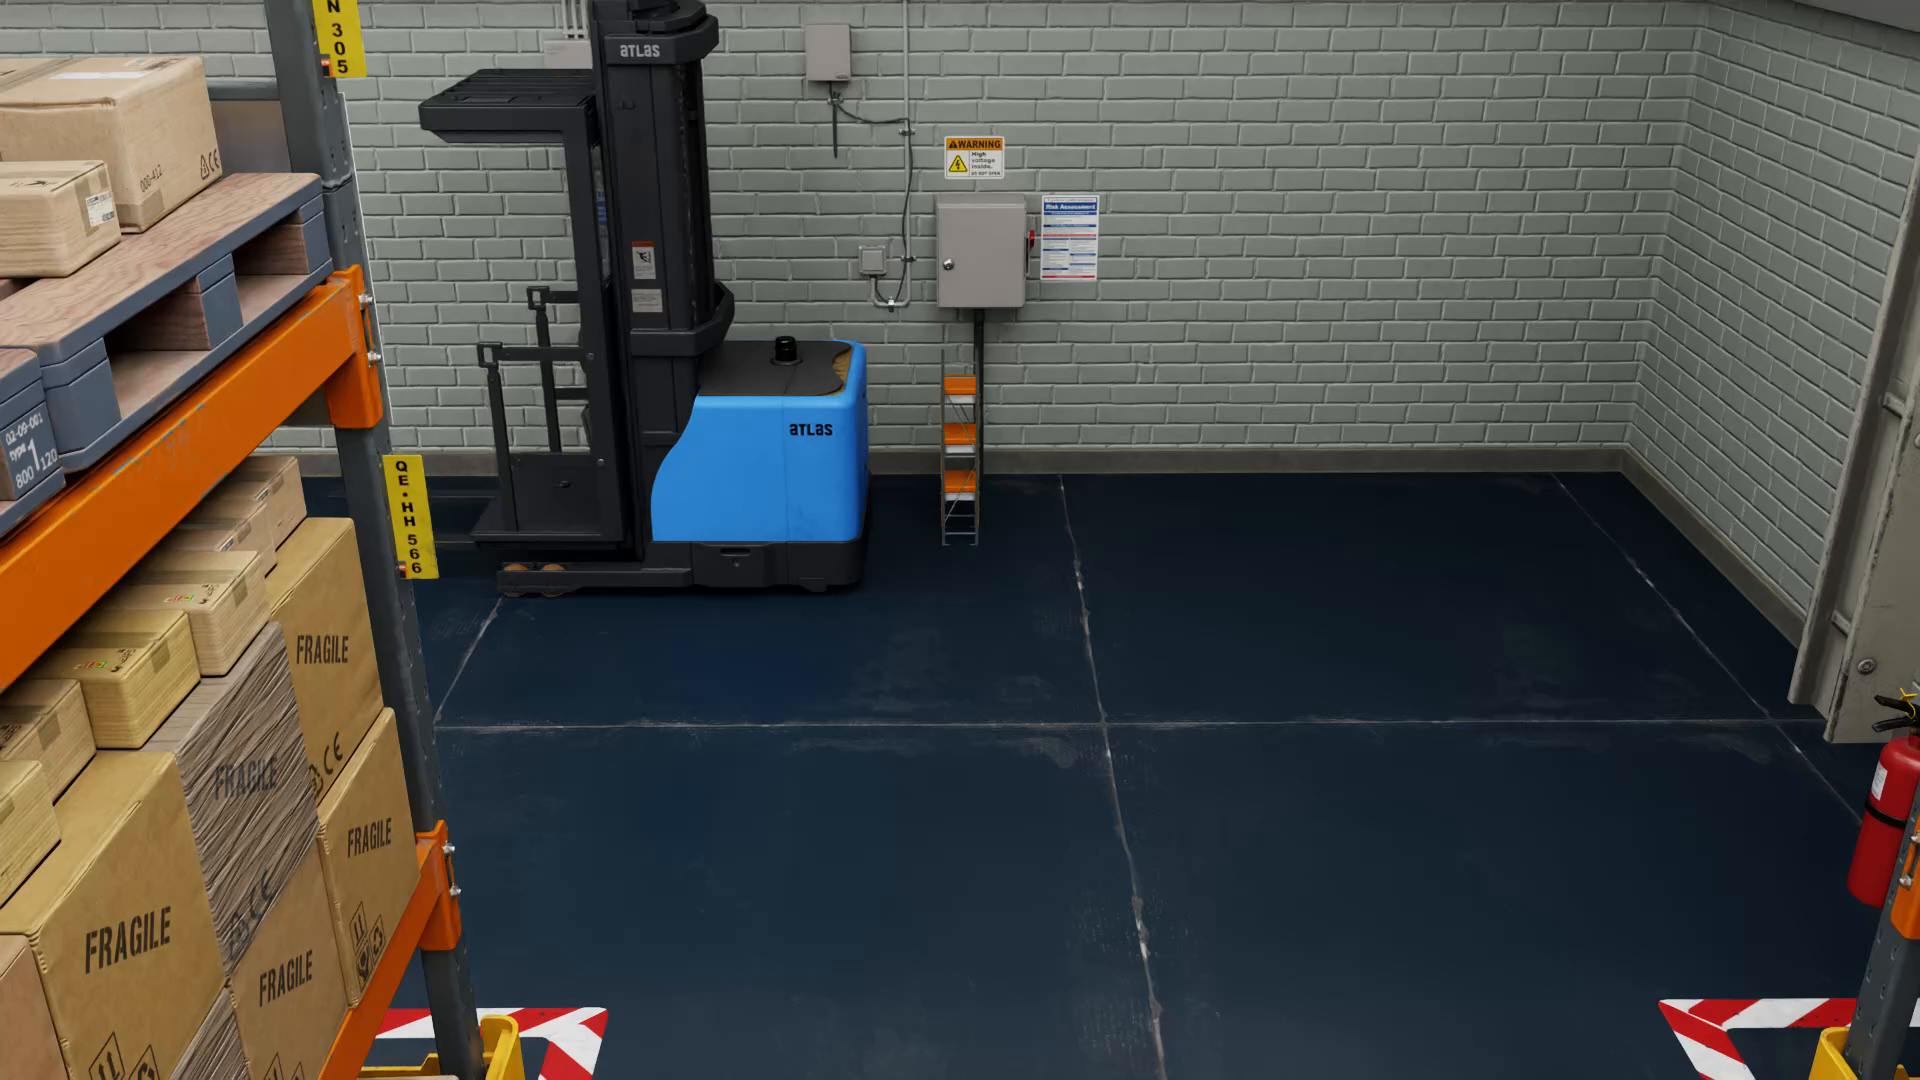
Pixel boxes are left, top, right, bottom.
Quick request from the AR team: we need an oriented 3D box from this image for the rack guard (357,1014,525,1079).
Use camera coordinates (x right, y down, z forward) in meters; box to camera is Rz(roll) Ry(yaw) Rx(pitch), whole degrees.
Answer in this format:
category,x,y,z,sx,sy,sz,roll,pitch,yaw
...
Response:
category,x,y,z,sx,sy,sz,roll,pitch,yaw
rack guard,-1.879,1.708,4.868,1.175,0.500,0.348,0,24,-1

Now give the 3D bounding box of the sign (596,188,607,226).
category,x,y,z,sx,sy,sz,roll,pitch,yaw
sign,-2.012,-1.893,9.467,0.327,0.218,0.001,0,24,-1

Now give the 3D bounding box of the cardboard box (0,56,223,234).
category,x,y,z,sx,sy,sz,roll,pitch,yaw
cardboard box,-1.784,-0.772,3.227,0.500,0.250,0.500,-2,24,-5

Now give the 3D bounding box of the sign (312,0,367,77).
category,x,y,z,sx,sy,sz,roll,pitch,yaw
sign,-1.336,-1.152,3.539,0.100,0.325,0.005,0,24,-1

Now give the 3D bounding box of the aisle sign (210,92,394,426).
category,x,y,z,sx,sy,sz,roll,pitch,yaw
aisle sign,-1.569,-0.637,3.863,0.394,0.787,0.004,0,24,-1

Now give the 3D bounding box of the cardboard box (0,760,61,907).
category,x,y,z,sx,sy,sz,roll,pitch,yaw
cardboard box,-1.606,0.455,2.483,0.380,0.149,0.250,0,24,1

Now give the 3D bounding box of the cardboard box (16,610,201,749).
category,x,y,z,sx,sy,sz,roll,pitch,yaw
cardboard box,-1.599,0.243,2.950,0.380,0.149,0.250,0,24,1

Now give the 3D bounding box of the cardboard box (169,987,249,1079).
category,x,y,z,sx,sy,sz,roll,pitch,yaw
cardboard box,-1.603,1.149,2.947,0.500,0.500,0.500,0,24,1

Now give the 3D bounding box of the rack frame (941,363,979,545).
category,x,y,z,sx,sy,sz,roll,pitch,yaw
rack frame,0.001,-0.450,8.971,0.200,1.050,0.008,0,24,-1

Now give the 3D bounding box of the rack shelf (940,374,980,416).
category,x,y,z,sx,sy,sz,roll,pitch,yaw
rack shelf,-0.001,-0.749,8.970,0.215,0.259,0.240,0,24,-1

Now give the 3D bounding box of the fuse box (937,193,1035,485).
category,x,y,z,sx,sy,sz,roll,pitch,yaw
fuse box,0.139,-1.107,9.621,0.539,1.711,0.414,0,24,-1

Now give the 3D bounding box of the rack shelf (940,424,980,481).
category,x,y,z,sx,sy,sz,roll,pitch,yaw
rack shelf,-0.001,-0.491,9.087,0.215,0.259,0.240,0,24,-1

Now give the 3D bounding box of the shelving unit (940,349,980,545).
category,x,y,z,sx,sy,sz,roll,pitch,yaw
shelving unit,-0.001,-0.500,9.082,0.215,1.050,0.252,0,24,-1

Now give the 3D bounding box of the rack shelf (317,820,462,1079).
category,x,y,z,sx,sy,sz,roll,pitch,yaw
rack shelf,-1.857,1.731,2.657,1.077,0.370,4.000,0,24,-1

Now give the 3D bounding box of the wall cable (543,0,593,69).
category,x,y,z,sx,sy,sz,roll,pitch,yaw
wall cable,-1.964,-2.222,9.252,0.585,1.953,0.123,0,24,-1

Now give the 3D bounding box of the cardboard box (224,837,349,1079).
category,x,y,z,sx,sy,sz,roll,pitch,yaw
cardboard box,-1.618,0.938,3.416,0.500,0.500,0.500,-1,24,-2

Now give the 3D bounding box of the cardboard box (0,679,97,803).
category,x,y,z,sx,sy,sz,roll,pitch,yaw
cardboard box,-1.667,0.351,2.711,0.380,0.149,0.250,0,24,-1

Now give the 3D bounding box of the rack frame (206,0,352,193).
category,x,y,z,sx,sy,sz,roll,pitch,yaw
rack frame,-1.879,-2.155,3.094,1.000,3.000,0.127,0,24,-1

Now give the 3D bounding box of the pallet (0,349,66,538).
category,x,y,z,sx,sy,sz,roll,pitch,yaw
pallet,-1.844,0.062,1.941,1.003,0.211,1.213,0,24,-1

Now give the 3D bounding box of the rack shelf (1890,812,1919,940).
category,x,y,z,sx,sy,sz,roll,pitch,yaw
rack shelf,3.107,1.707,2.709,1.077,0.370,4.000,0,24,-1

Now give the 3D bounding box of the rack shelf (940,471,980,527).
category,x,y,z,sx,sy,sz,roll,pitch,yaw
rack shelf,-0.001,-0.238,9.201,0.215,0.259,0.240,0,24,-1

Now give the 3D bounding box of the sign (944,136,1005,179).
category,x,y,z,sx,sy,sz,roll,pitch,yaw
sign,0.081,-2.155,9.374,0.339,0.242,0.001,0,24,-1

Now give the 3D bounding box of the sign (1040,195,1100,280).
category,x,y,z,sx,sy,sz,roll,pitch,yaw
sign,0.630,-1.738,9.569,0.329,0.494,0.001,0,24,-1

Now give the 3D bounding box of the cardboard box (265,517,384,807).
category,x,y,z,sx,sy,sz,roll,pitch,yaw
cardboard box,-1.635,0.275,3.667,0.500,0.500,0.500,1,24,1

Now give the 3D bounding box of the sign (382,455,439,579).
category,x,y,z,sx,sy,sz,roll,pitch,yaw
sign,-1.336,-0.054,4.036,0.100,0.325,0.005,0,24,-1

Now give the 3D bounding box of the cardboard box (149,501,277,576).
category,x,y,z,sx,sy,sz,roll,pitch,yaw
cardboard box,-1.648,0.033,3.414,0.380,0.149,0.250,0,24,0

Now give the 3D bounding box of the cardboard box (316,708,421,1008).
category,x,y,z,sx,sy,sz,roll,pitch,yaw
cardboard box,-1.609,0.731,3.873,0.500,0.500,0.500,0,24,0

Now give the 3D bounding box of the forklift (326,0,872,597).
category,x,y,z,sx,sy,sz,roll,pitch,yaw
forklift,-2.016,-1.259,8.476,3.031,2.935,1.130,0,24,0

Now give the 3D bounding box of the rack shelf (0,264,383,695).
category,x,y,z,sx,sy,sz,roll,pitch,yaw
rack shelf,-1.857,0.364,2.038,1.077,0.370,4.000,0,24,-1

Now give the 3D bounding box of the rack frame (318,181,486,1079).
category,x,y,z,sx,sy,sz,roll,pitch,yaw
rack frame,-1.879,0.579,4.331,1.000,3.000,0.127,0,24,-1

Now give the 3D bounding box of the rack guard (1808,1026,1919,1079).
category,x,y,z,sx,sy,sz,roll,pitch,yaw
rack guard,3.086,1.725,4.829,1.175,0.500,0.348,0,24,-1

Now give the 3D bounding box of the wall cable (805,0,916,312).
category,x,y,z,sx,sy,sz,roll,pitch,yaw
wall cable,-0.545,-2.219,9.283,0.588,1.984,0.122,0,24,-1

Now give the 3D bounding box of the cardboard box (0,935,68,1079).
category,x,y,z,sx,sy,sz,roll,pitch,yaw
cardboard box,-1.594,0.901,2.282,0.500,0.500,0.500,0,24,-1

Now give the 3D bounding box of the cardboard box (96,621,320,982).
category,x,y,z,sx,sy,sz,roll,pitch,yaw
cardboard box,-1.600,0.490,3.191,0.500,0.500,0.500,0,24,0

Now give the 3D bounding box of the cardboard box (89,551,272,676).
category,x,y,z,sx,sy,sz,roll,pitch,yaw
cardboard box,-1.561,0.139,3.180,0.380,0.149,0.250,0,24,-1

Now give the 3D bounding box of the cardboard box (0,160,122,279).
category,x,y,z,sx,sy,sz,roll,pitch,yaw
cardboard box,-1.699,-0.553,2.867,0.380,0.149,0.250,-2,24,-5

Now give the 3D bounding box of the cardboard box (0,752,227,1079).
category,x,y,z,sx,sy,sz,roll,pitch,yaw
cardboard box,-1.598,0.694,2.741,0.500,0.500,0.500,0,24,-1

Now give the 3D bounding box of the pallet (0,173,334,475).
category,x,y,z,sx,sy,sz,roll,pitch,yaw
pallet,-1.860,-0.442,3.055,1.003,0.211,1.213,0,24,-1

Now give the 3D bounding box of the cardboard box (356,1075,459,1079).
category,x,y,z,sx,sy,sz,roll,pitch,yaw
cardboard box,-1.771,1.826,4.172,0.875,0.438,0.875,-1,24,-2

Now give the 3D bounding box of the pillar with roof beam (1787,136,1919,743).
category,x,y,z,sx,sy,sz,roll,pitch,yaw
pillar with roof beam,-0.348,-3.274,5.570,9.100,9.000,0.400,0,24,-1

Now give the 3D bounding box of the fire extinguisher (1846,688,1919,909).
category,x,y,z,sx,sy,sz,roll,pitch,yaw
fire extinguisher,2.621,0.701,4.606,0.296,0.674,0.183,0,24,-1

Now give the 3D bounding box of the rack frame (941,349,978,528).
category,x,y,z,sx,sy,sz,roll,pitch,yaw
rack frame,-0.002,-0.551,9.194,0.200,1.050,0.008,0,24,-1

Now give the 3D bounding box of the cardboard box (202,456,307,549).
category,x,y,z,sx,sy,sz,roll,pitch,yaw
cardboard box,-1.674,-0.071,3.645,0.380,0.149,0.250,0,24,0
